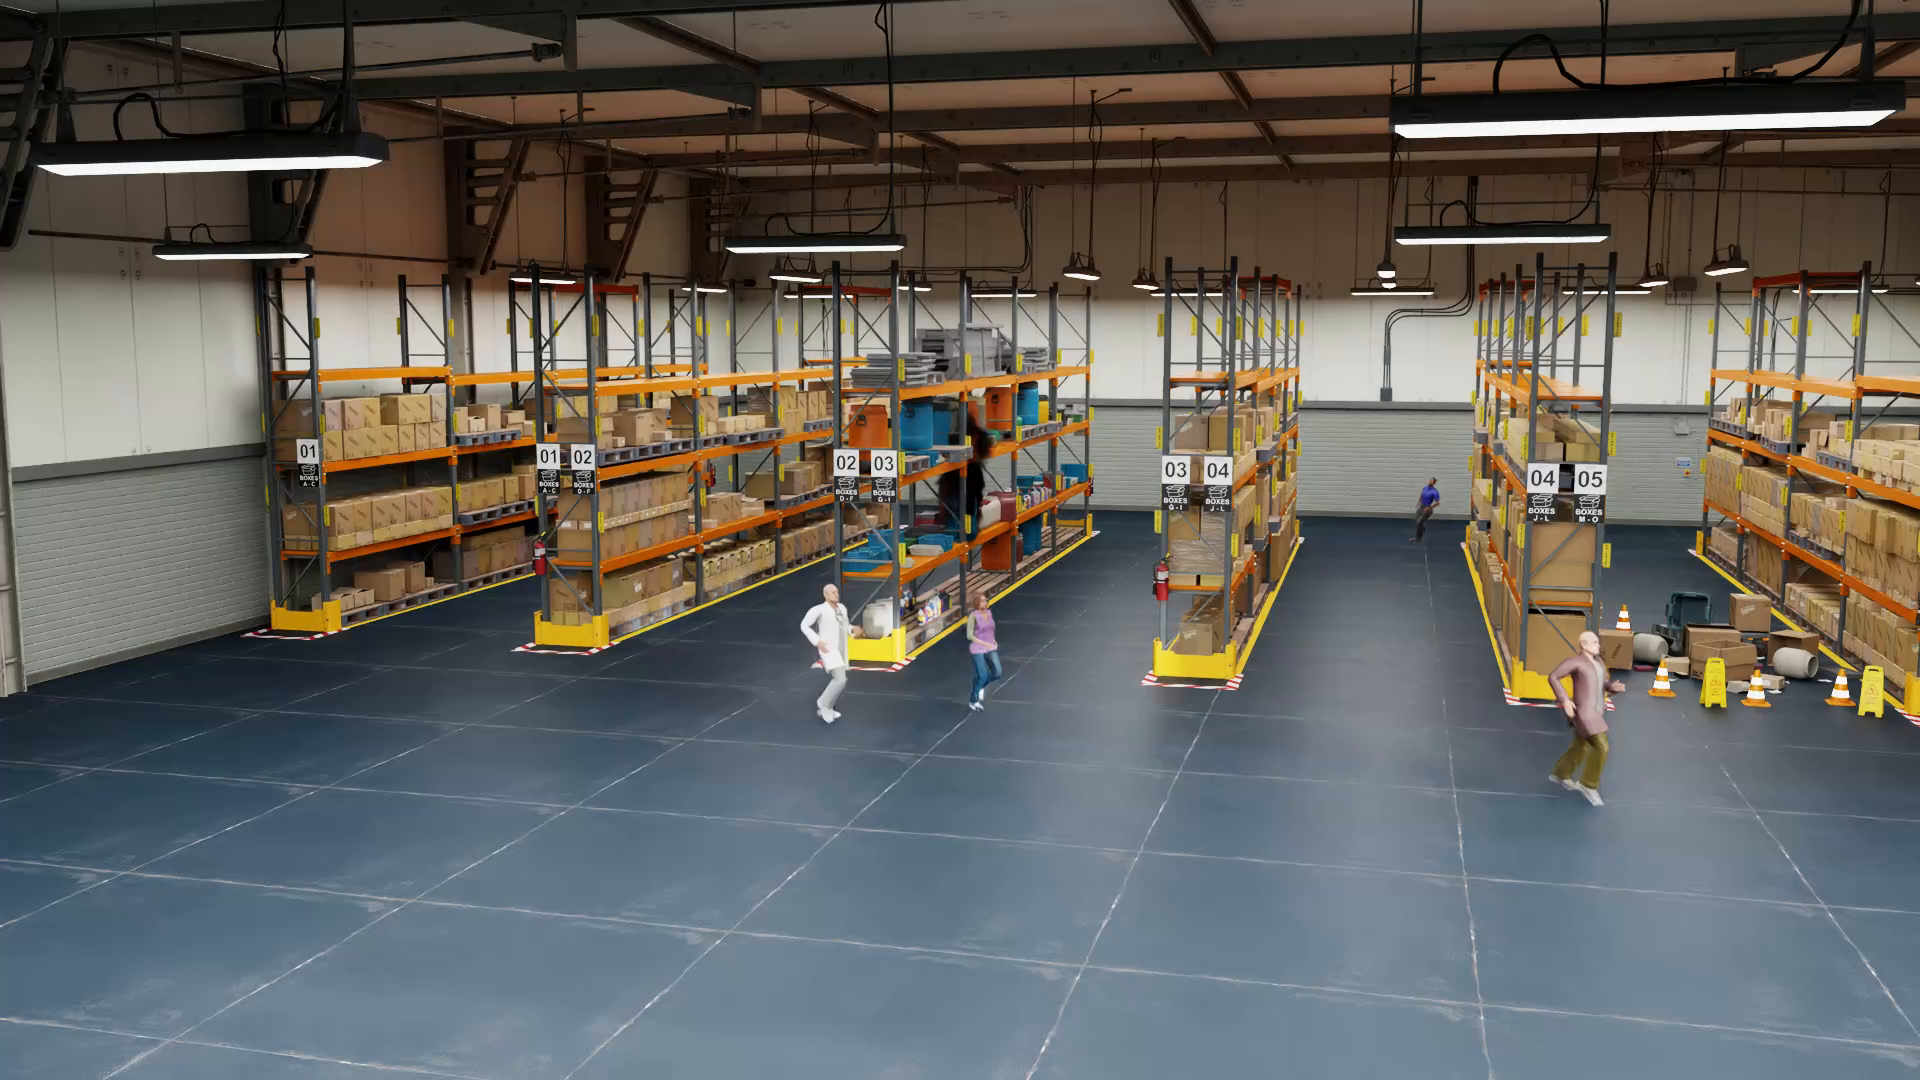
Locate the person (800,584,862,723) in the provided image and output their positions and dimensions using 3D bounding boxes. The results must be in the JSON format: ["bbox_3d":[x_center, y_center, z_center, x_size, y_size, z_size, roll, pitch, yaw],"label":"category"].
[{"bbox_3d":[-1.584,1.454,21.191,0.691,1.774,0.689,5,9,37],"label":"person"}]

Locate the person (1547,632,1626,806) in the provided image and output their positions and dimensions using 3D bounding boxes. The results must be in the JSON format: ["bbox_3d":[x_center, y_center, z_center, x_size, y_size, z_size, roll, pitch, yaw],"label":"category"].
[{"bbox_3d":[6.666,1.889,17.707,0.668,1.842,0.825,-7,10,-44],"label":"person"}]

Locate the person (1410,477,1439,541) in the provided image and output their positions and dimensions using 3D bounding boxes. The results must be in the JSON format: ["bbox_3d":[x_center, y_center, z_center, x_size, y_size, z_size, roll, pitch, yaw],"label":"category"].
[{"bbox_3d":[10.973,-0.729,39.138,0.567,1.547,0.773,-5,9,-32],"label":"person"}]

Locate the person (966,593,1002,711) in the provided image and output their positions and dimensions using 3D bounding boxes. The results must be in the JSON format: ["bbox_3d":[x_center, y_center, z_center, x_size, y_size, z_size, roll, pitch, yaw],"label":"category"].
[{"bbox_3d":[0.324,1.475,21.850,0.539,1.563,0.537,-6,10,-41],"label":"person"}]
